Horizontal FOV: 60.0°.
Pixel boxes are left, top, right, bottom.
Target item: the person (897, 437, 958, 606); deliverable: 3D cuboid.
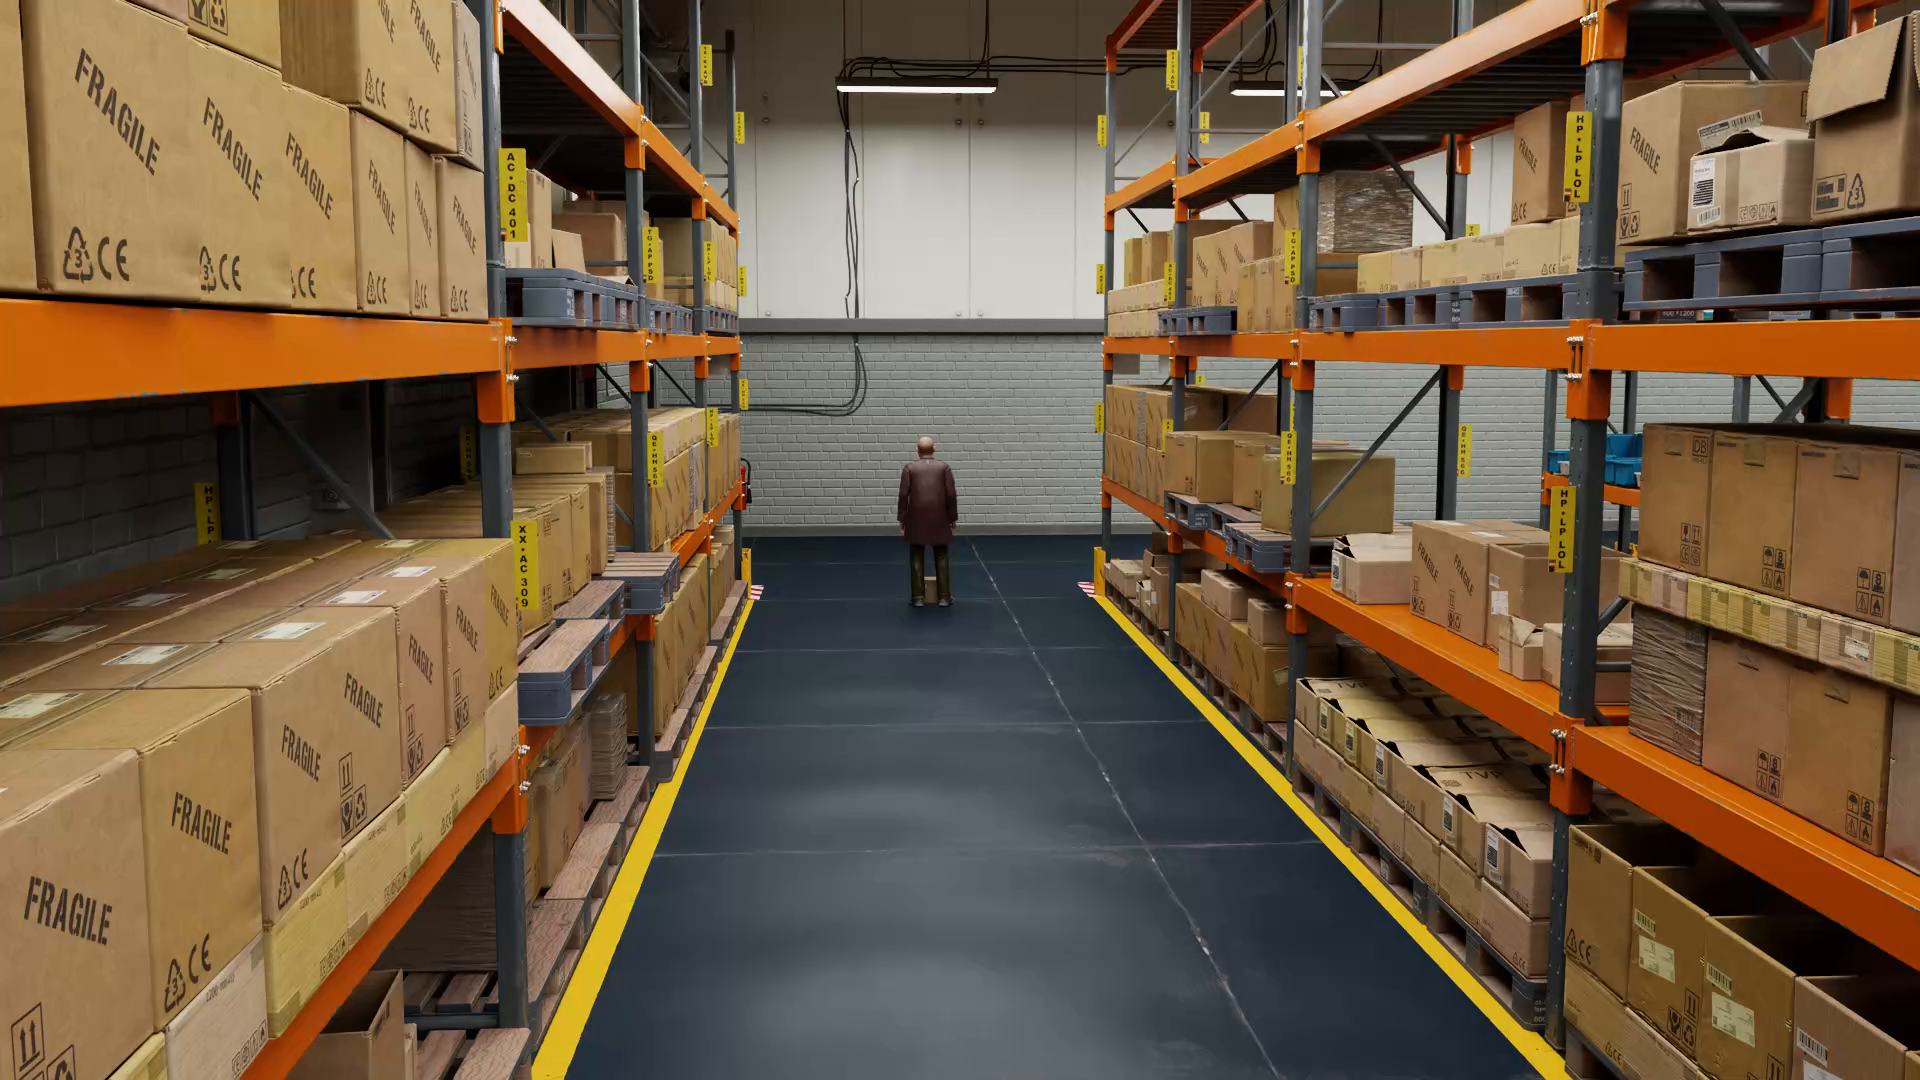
[{"bbox_3d":[-0.337,-0.195,17.456,0.644,1.774,0.424,0,7,-3],"label":"person"}]
